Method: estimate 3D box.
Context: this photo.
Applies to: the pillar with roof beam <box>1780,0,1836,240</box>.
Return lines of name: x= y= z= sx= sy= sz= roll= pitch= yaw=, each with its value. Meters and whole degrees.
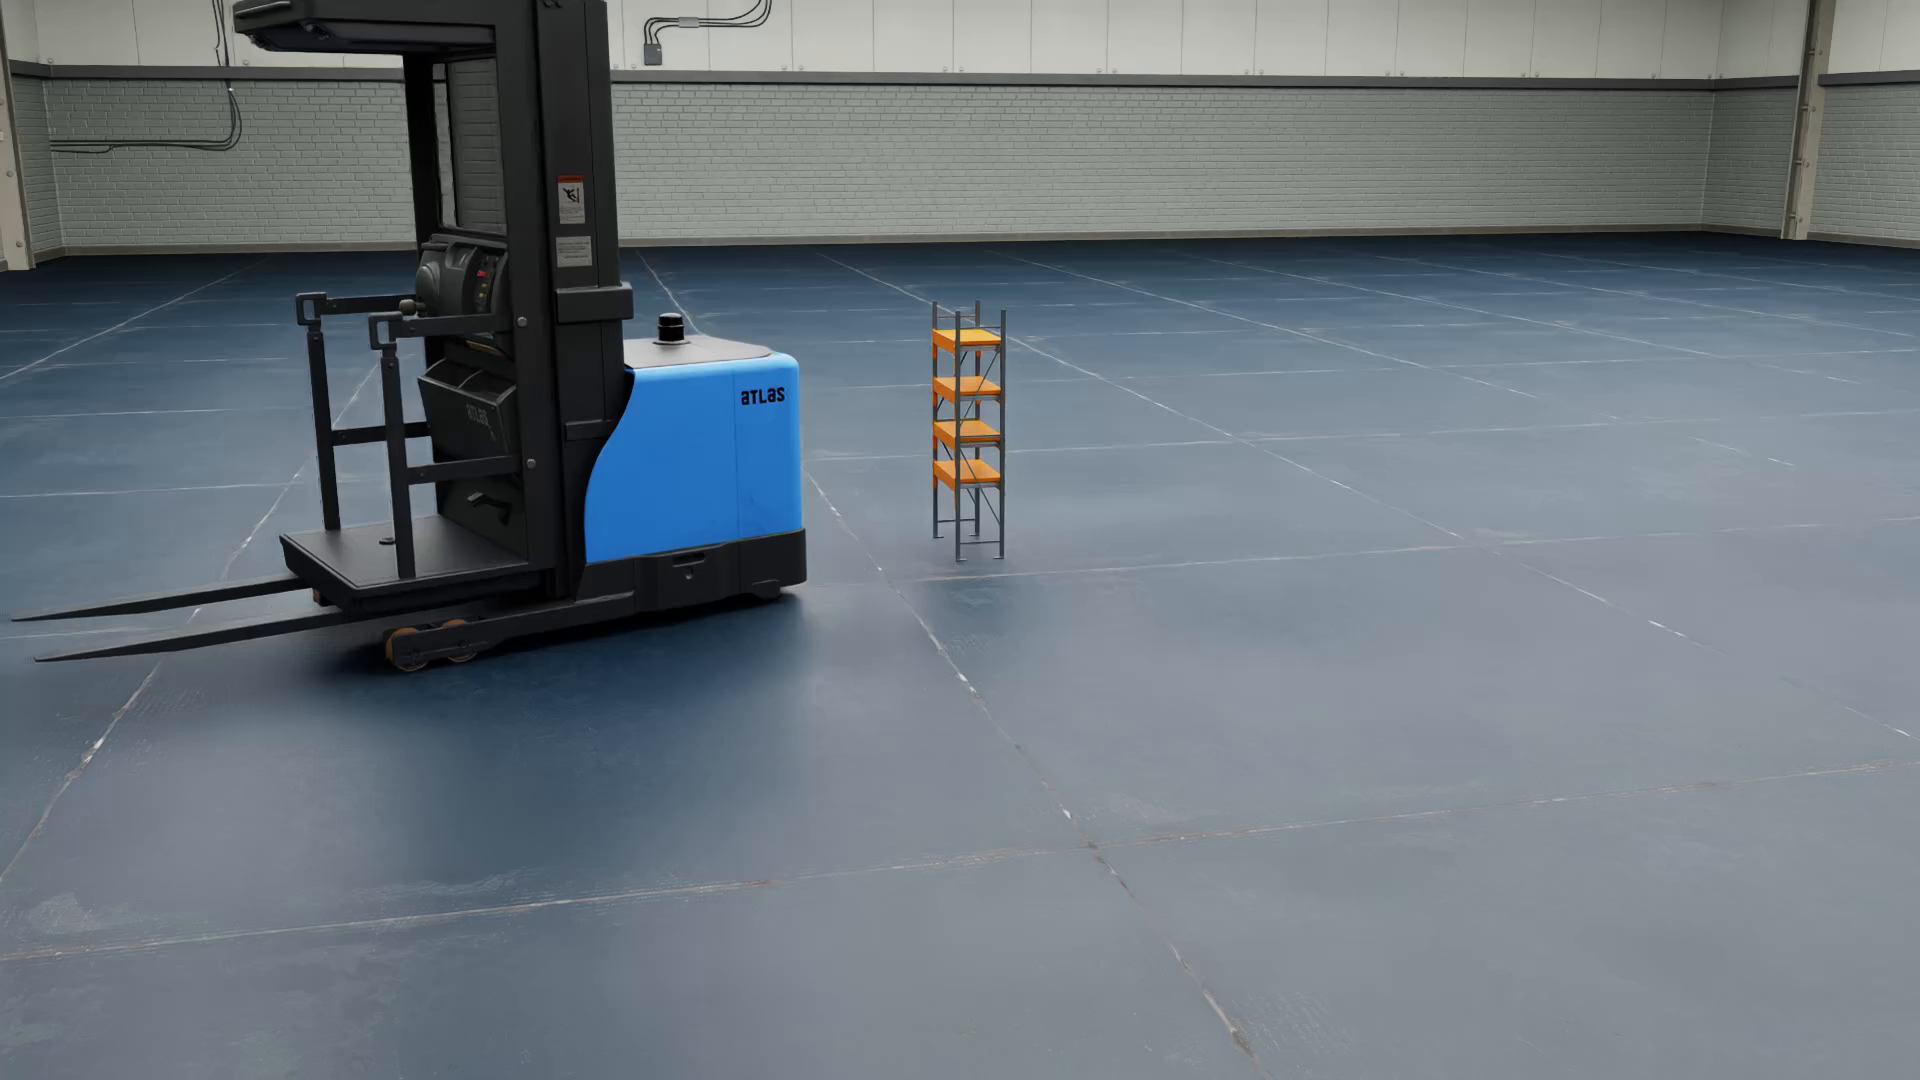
pillar with roof beam: x=12.128 y=-10.018 z=30.471 sx=9.100 sy=9.000 sz=0.400 roll=-3 pitch=14 yaw=-13

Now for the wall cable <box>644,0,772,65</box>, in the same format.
wall cable: x=-4.481 y=-11.433 z=29.097 sx=2.305 sy=6.003 sz=0.169 roll=-3 pitch=14 yaw=-13

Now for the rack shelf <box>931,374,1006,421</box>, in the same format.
rack shelf: x=0.039 y=-0.697 z=8.091 sx=0.258 sy=0.148 sz=0.480 roll=-3 pitch=14 yaw=-13

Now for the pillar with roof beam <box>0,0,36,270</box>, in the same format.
pillar with roof beam: x=-10.122 y=-8.742 z=25.249 sx=9.100 sy=9.000 sz=0.400 roll=-3 pitch=14 yaw=-13

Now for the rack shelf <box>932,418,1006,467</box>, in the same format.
rack shelf: x=0.039 y=-0.479 z=8.144 sx=0.258 sy=0.148 sz=0.480 roll=-3 pitch=14 yaw=-13

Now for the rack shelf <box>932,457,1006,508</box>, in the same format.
rack shelf: x=0.039 y=-0.286 z=8.191 sx=0.258 sy=0.148 sz=0.480 roll=-3 pitch=14 yaw=-13

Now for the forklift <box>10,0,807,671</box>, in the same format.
forklift: x=-2.176 y=-1.062 z=6.600 sx=3.031 sy=2.935 sz=1.130 roll=-10 pitch=17 yaw=-35

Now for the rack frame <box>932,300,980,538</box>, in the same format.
rack frame: x=-0.018 y=-0.601 z=8.359 sx=0.240 sy=1.200 sz=0.015 roll=-3 pitch=14 yaw=-13

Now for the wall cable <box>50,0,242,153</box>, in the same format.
wall cable: x=-13.713 y=-7.747 z=27.718 sx=3.097 sy=2.526 sz=0.112 roll=-3 pitch=14 yaw=-13

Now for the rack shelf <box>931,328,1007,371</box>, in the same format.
rack shelf: x=0.039 y=-0.926 z=8.035 sx=0.258 sy=0.148 sz=0.480 roll=-3 pitch=14 yaw=-13

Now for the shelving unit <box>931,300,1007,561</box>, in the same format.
shelving unit: x=0.039 y=-0.545 z=8.128 sx=0.258 sy=1.200 sz=0.503 roll=-3 pitch=14 yaw=-13

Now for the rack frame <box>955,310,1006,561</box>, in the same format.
rack frame: x=0.096 y=-0.488 z=7.898 sx=0.240 sy=1.200 sz=0.015 roll=-3 pitch=14 yaw=-13
